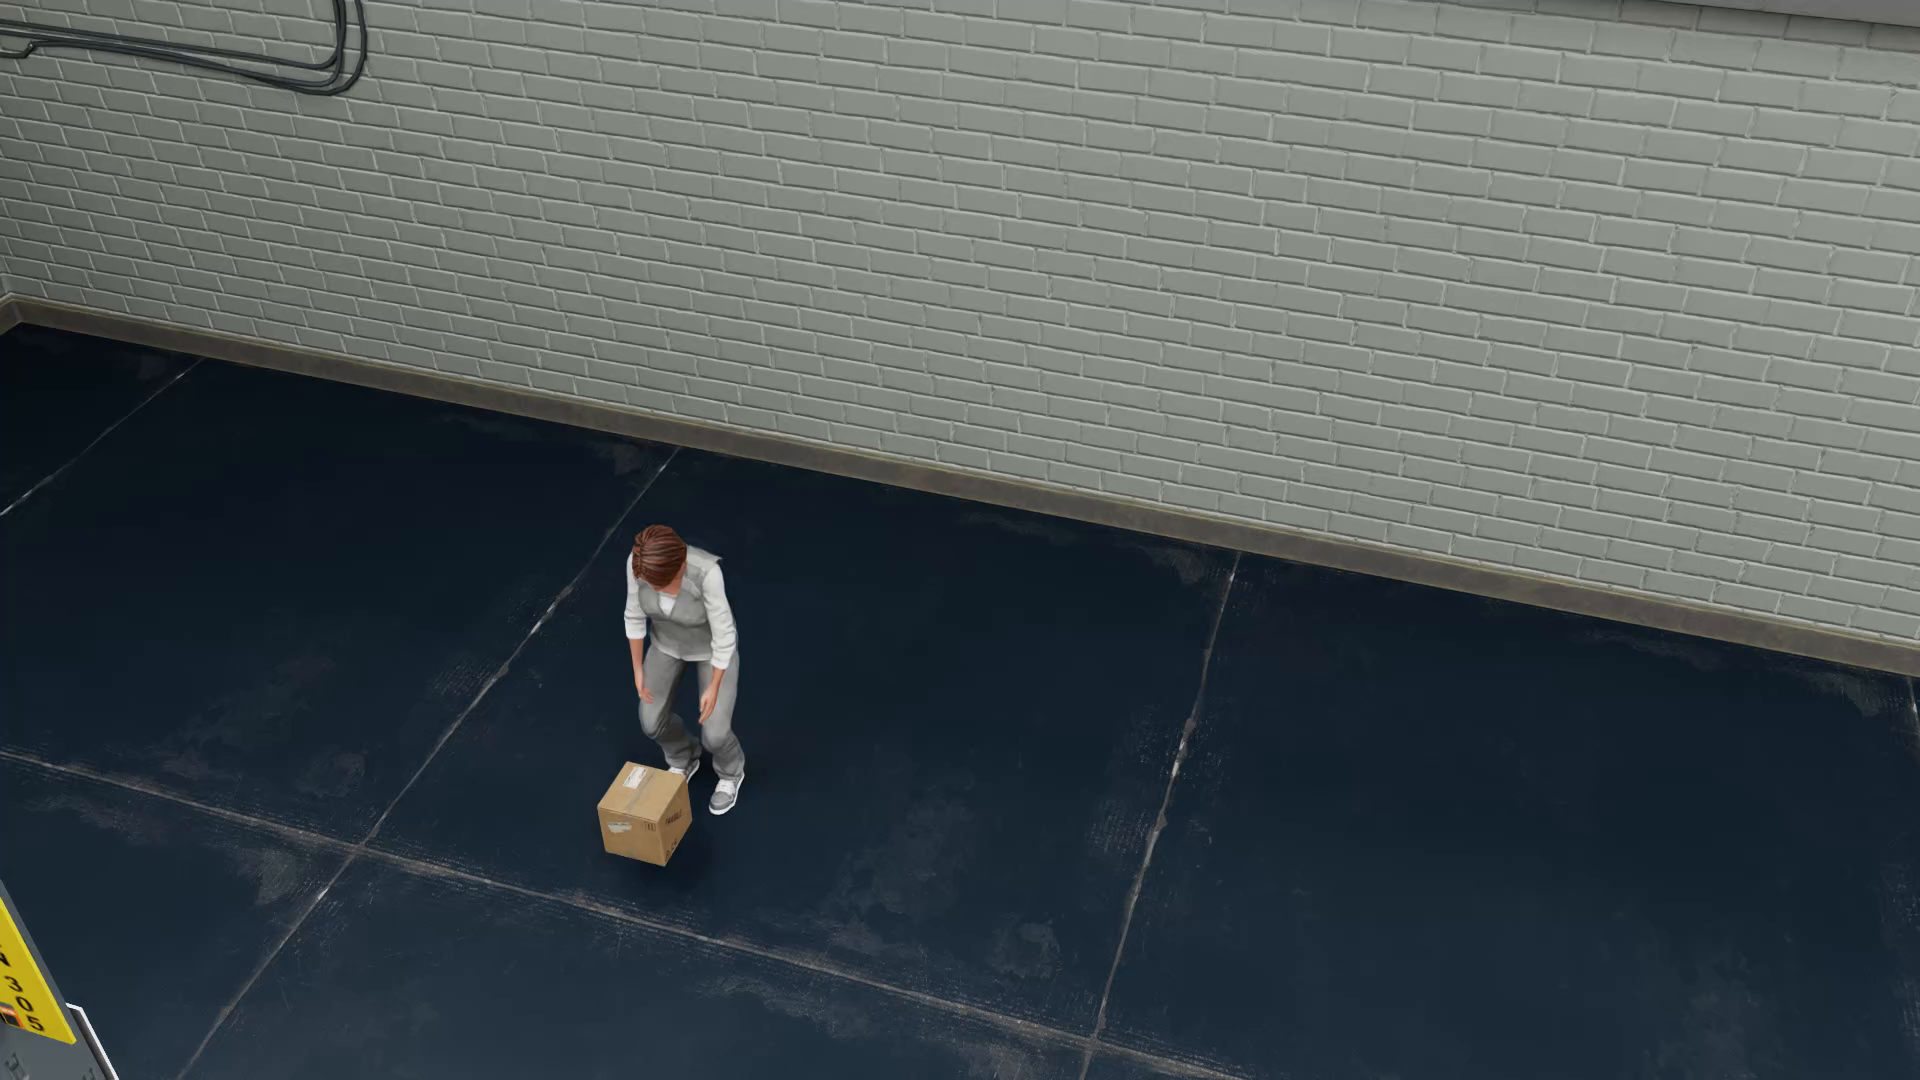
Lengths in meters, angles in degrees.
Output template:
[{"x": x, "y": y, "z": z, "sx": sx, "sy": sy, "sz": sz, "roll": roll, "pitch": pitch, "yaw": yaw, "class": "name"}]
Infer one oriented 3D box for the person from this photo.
[{"x": -1.037, "y": 0.473, "z": 6.413, "sx": 0.451, "sy": 1.449, "sz": 0.518, "roll": 11, "pitch": 39, "yaw": 14, "class": "person"}]
